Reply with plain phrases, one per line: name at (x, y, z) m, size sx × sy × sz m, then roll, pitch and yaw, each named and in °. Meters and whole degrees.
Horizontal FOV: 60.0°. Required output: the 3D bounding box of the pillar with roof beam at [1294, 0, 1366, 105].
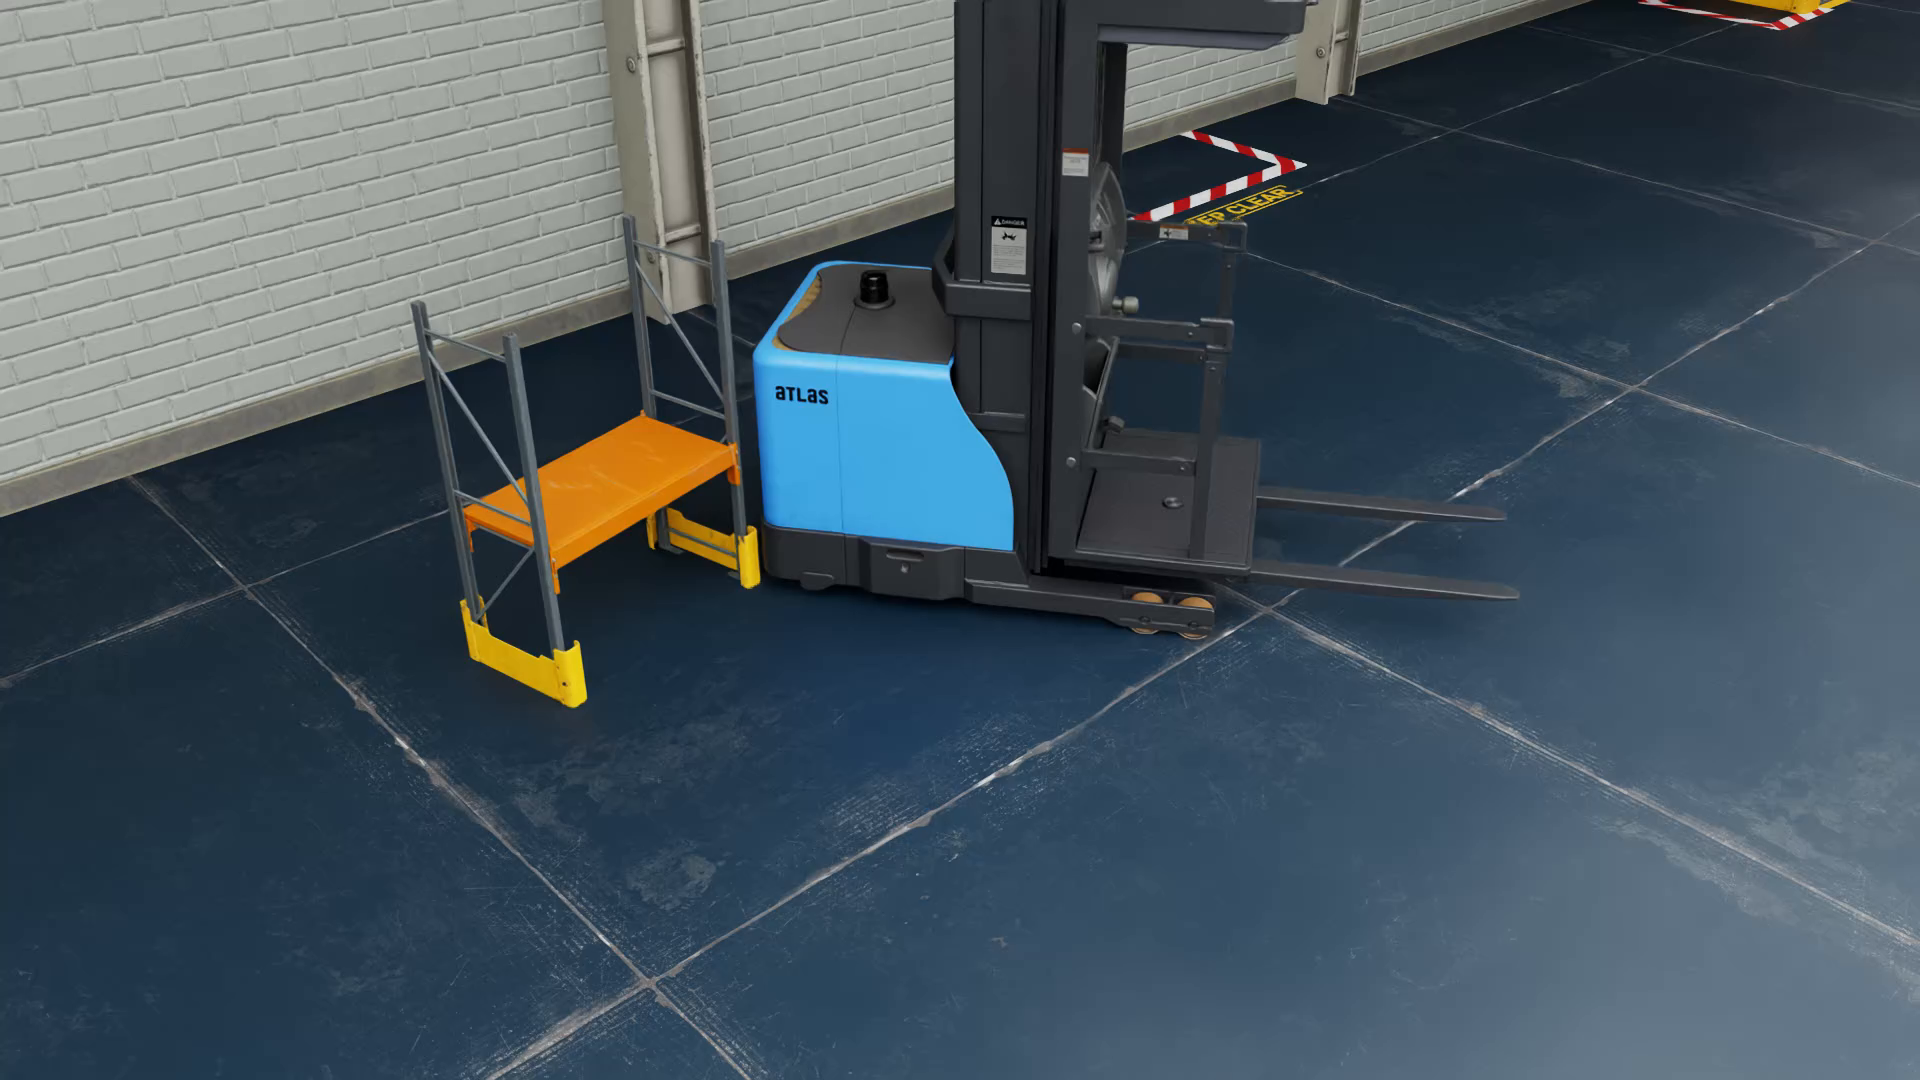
pillar with roof beam at (5.740, -5.639, 7.846) m, size 0.400 × 9.000 × 9.100 m, roll -26°, pitch 40°, yaw -35°

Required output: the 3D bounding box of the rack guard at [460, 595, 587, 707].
rack guard at (-1.662, 0.418, 6.327) m, size 0.587 × 0.250 × 0.087 m, roll 20°, pitch 37°, yaw 29°

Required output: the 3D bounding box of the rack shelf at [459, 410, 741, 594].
rack shelf at (-1.382, -0.171, 6.436) m, size 0.538 × 0.185 × 1.000 m, roll 20°, pitch 37°, yaw 29°

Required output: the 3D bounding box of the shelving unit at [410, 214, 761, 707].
shelving unit at (-1.377, -0.328, 6.349) m, size 0.587 × 1.500 × 1.083 m, roll 20°, pitch 37°, yaw 29°

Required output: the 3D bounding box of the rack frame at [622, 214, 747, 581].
rack frame at (-1.091, -0.542, 6.698) m, size 0.500 × 1.500 × 0.032 m, roll 20°, pitch 37°, yaw 29°

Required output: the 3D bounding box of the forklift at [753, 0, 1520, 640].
forklift at (0.751, -1.157, 6.332) m, size 3.031 × 2.935 × 1.130 m, roll 6°, pitch 32°, yaw 9°

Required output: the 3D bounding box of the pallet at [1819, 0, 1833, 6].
pallet at (7.963, -5.388, 15.858) m, size 1.213 × 0.211 × 1.003 m, roll -26°, pitch 40°, yaw -35°

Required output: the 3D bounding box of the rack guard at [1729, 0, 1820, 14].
rack guard at (7.343, -5.236, 15.334) m, size 0.348 × 0.500 × 1.175 m, roll -26°, pitch 40°, yaw -35°

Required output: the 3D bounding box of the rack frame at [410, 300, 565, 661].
rack frame at (-1.674, -0.107, 5.987) m, size 0.500 × 1.500 × 0.032 m, roll 20°, pitch 37°, yaw 29°

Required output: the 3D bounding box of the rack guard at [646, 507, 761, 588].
rack guard at (-1.092, -0.008, 7.023) m, size 0.587 × 0.250 × 0.087 m, roll 20°, pitch 37°, yaw 29°

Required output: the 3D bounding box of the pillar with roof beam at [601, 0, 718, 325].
pillar with roof beam at (1.340, -3.511, 4.366) m, size 0.400 × 9.000 × 9.100 m, roll -26°, pitch 40°, yaw -35°
